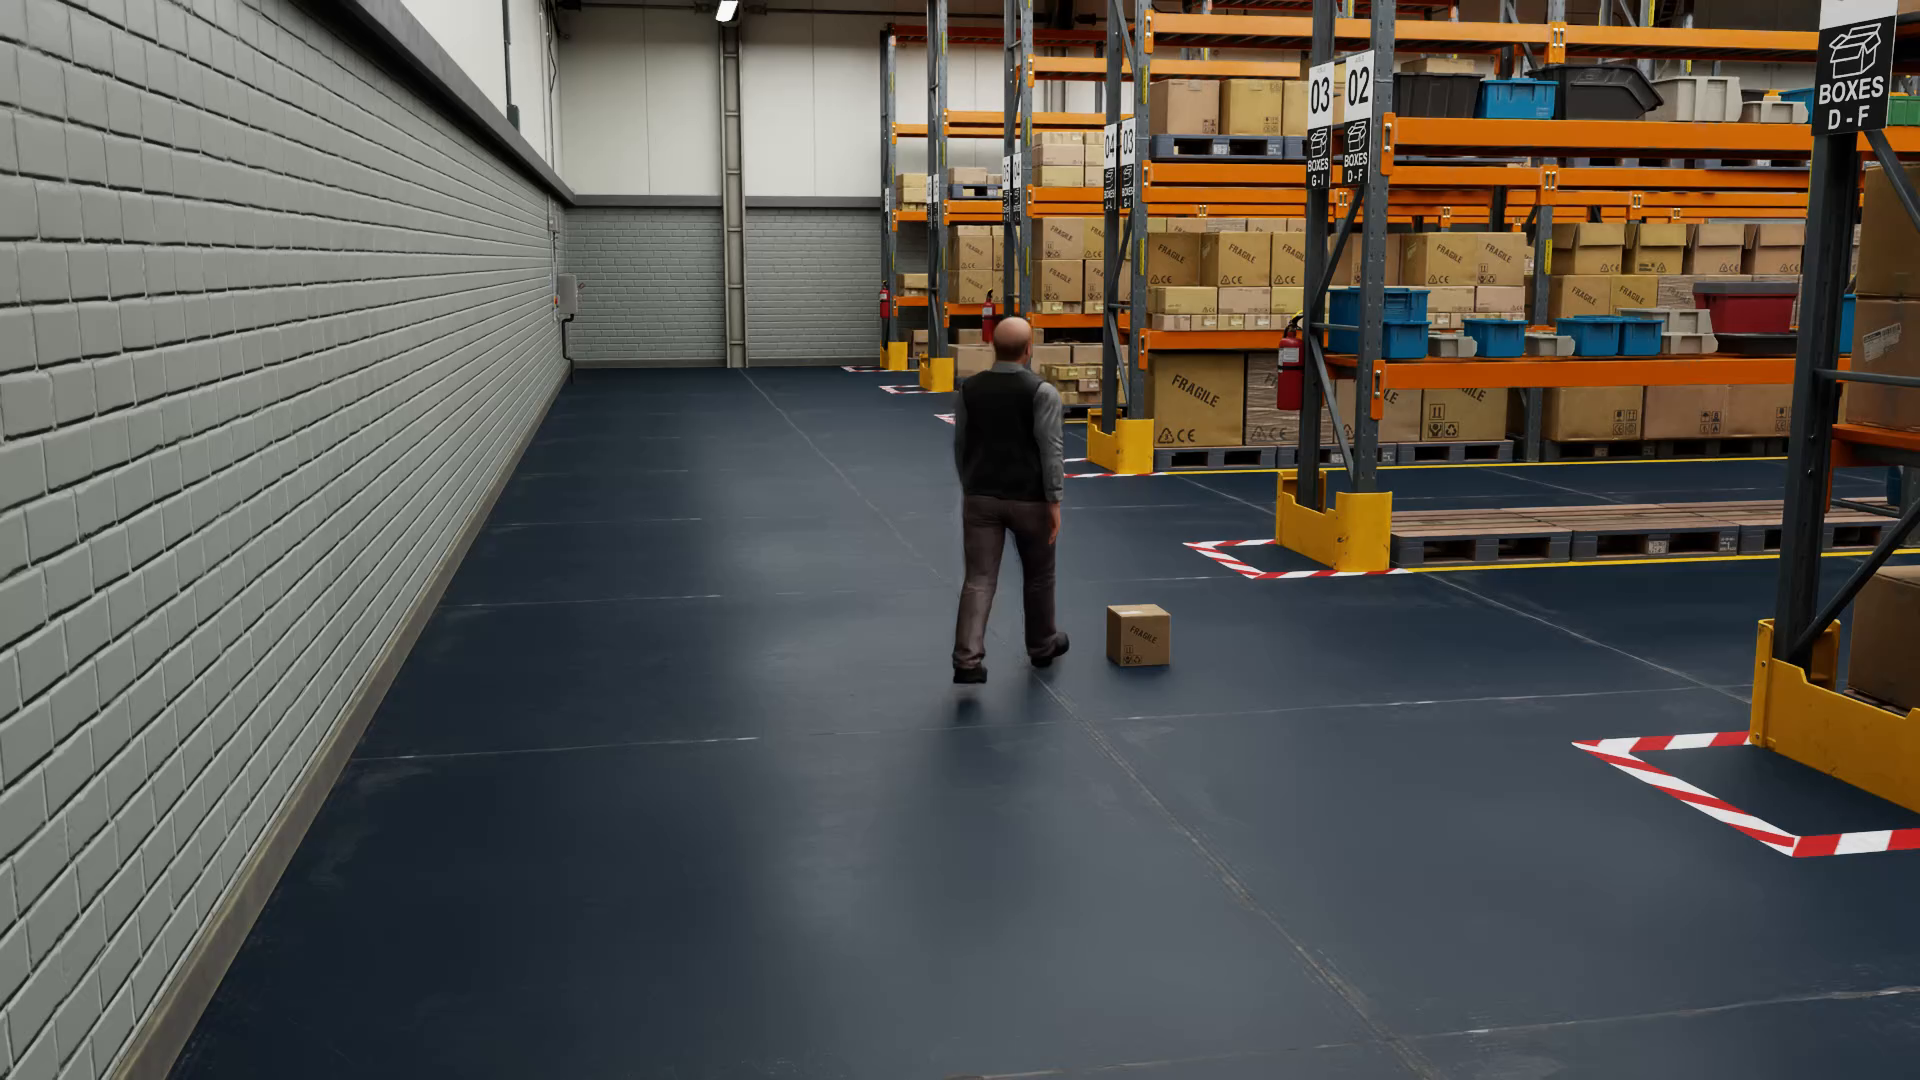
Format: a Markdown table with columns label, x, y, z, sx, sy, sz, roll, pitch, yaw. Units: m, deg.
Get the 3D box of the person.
| label | x | y | z | sx | sy | sz | roll | pitch | yaw |
| --- | --- | --- | --- | --- | --- | --- | --- | --- | --- |
| person | 0.233 | -0.181 | 7.672 | 0.559 | 1.685 | 1.024 | 3 | 10 | 16 |
